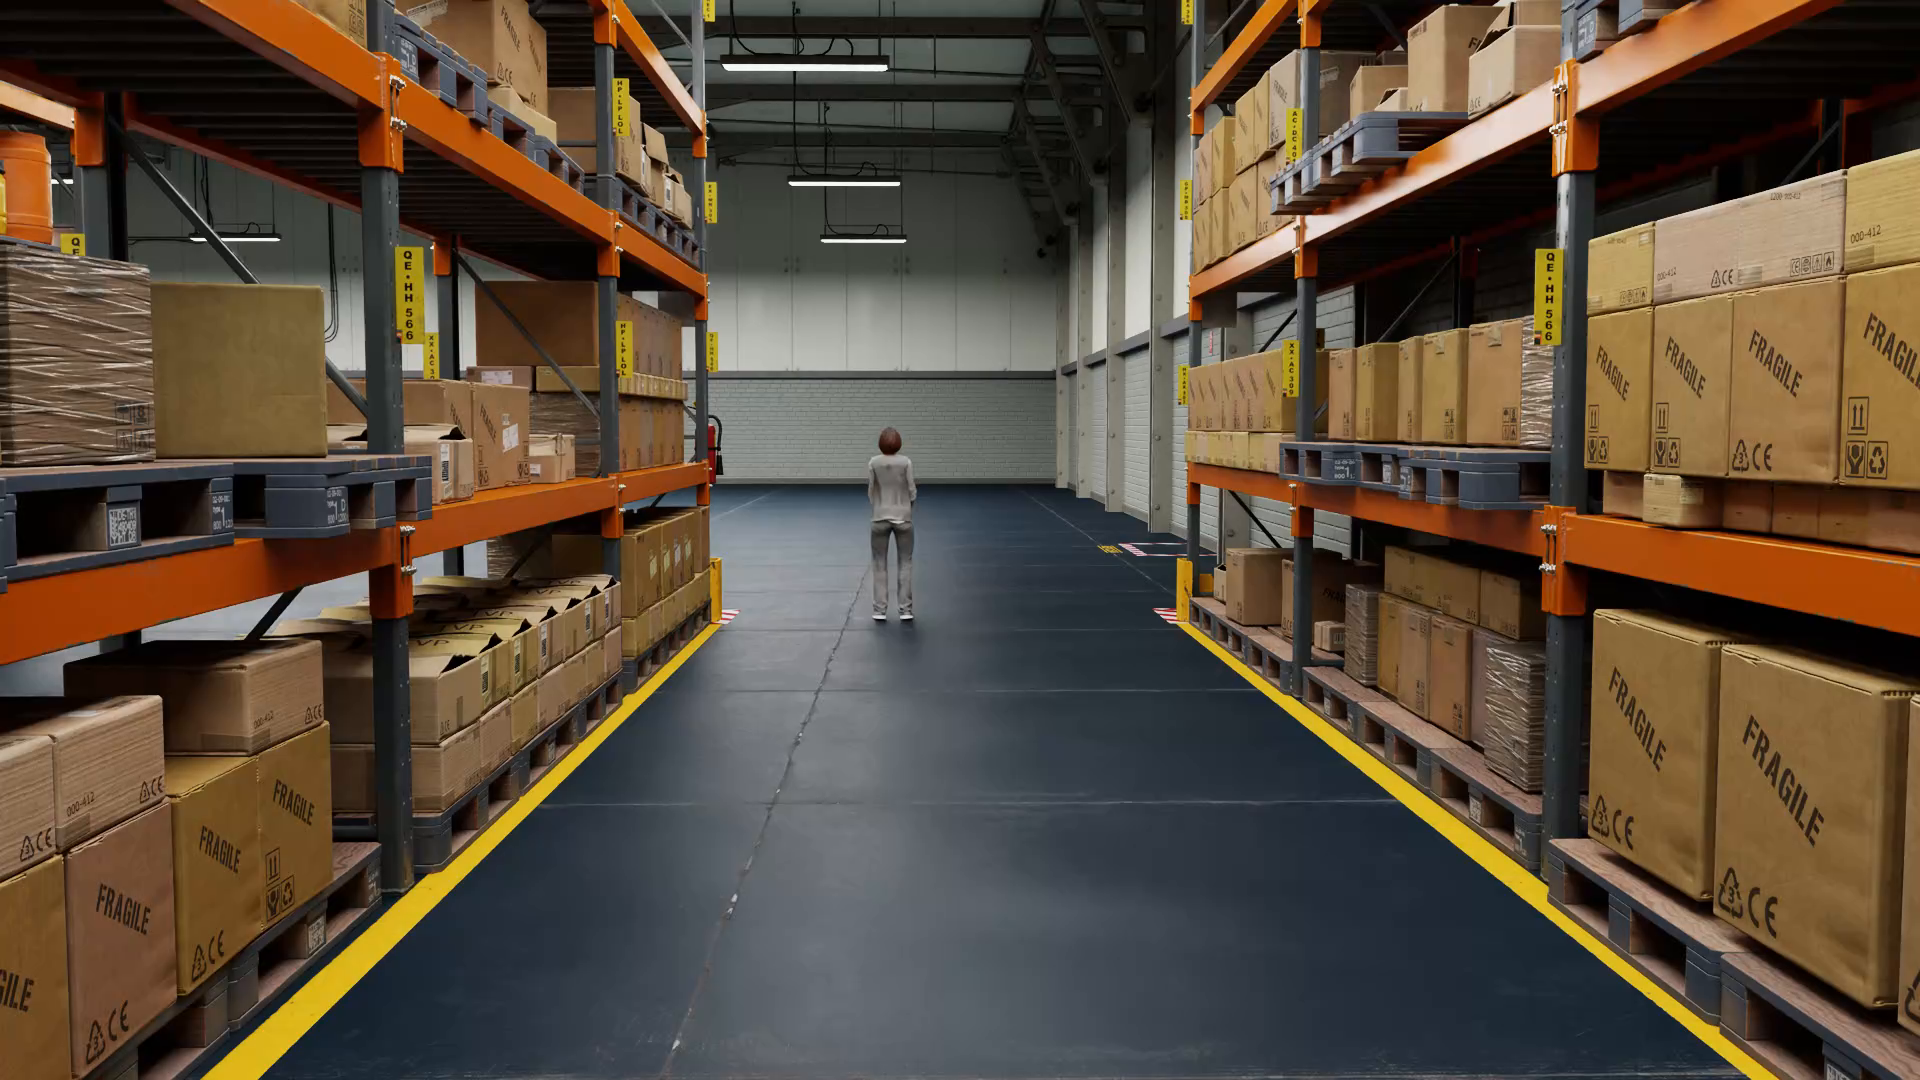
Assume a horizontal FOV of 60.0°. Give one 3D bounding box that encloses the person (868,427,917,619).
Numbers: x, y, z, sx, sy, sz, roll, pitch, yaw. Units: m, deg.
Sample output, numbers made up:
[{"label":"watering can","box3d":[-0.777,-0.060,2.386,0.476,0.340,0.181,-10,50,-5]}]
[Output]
[{"label":"person","box3d":[-0.561,-0.139,13.787,0.405,1.593,0.489,0,4,0]}]
